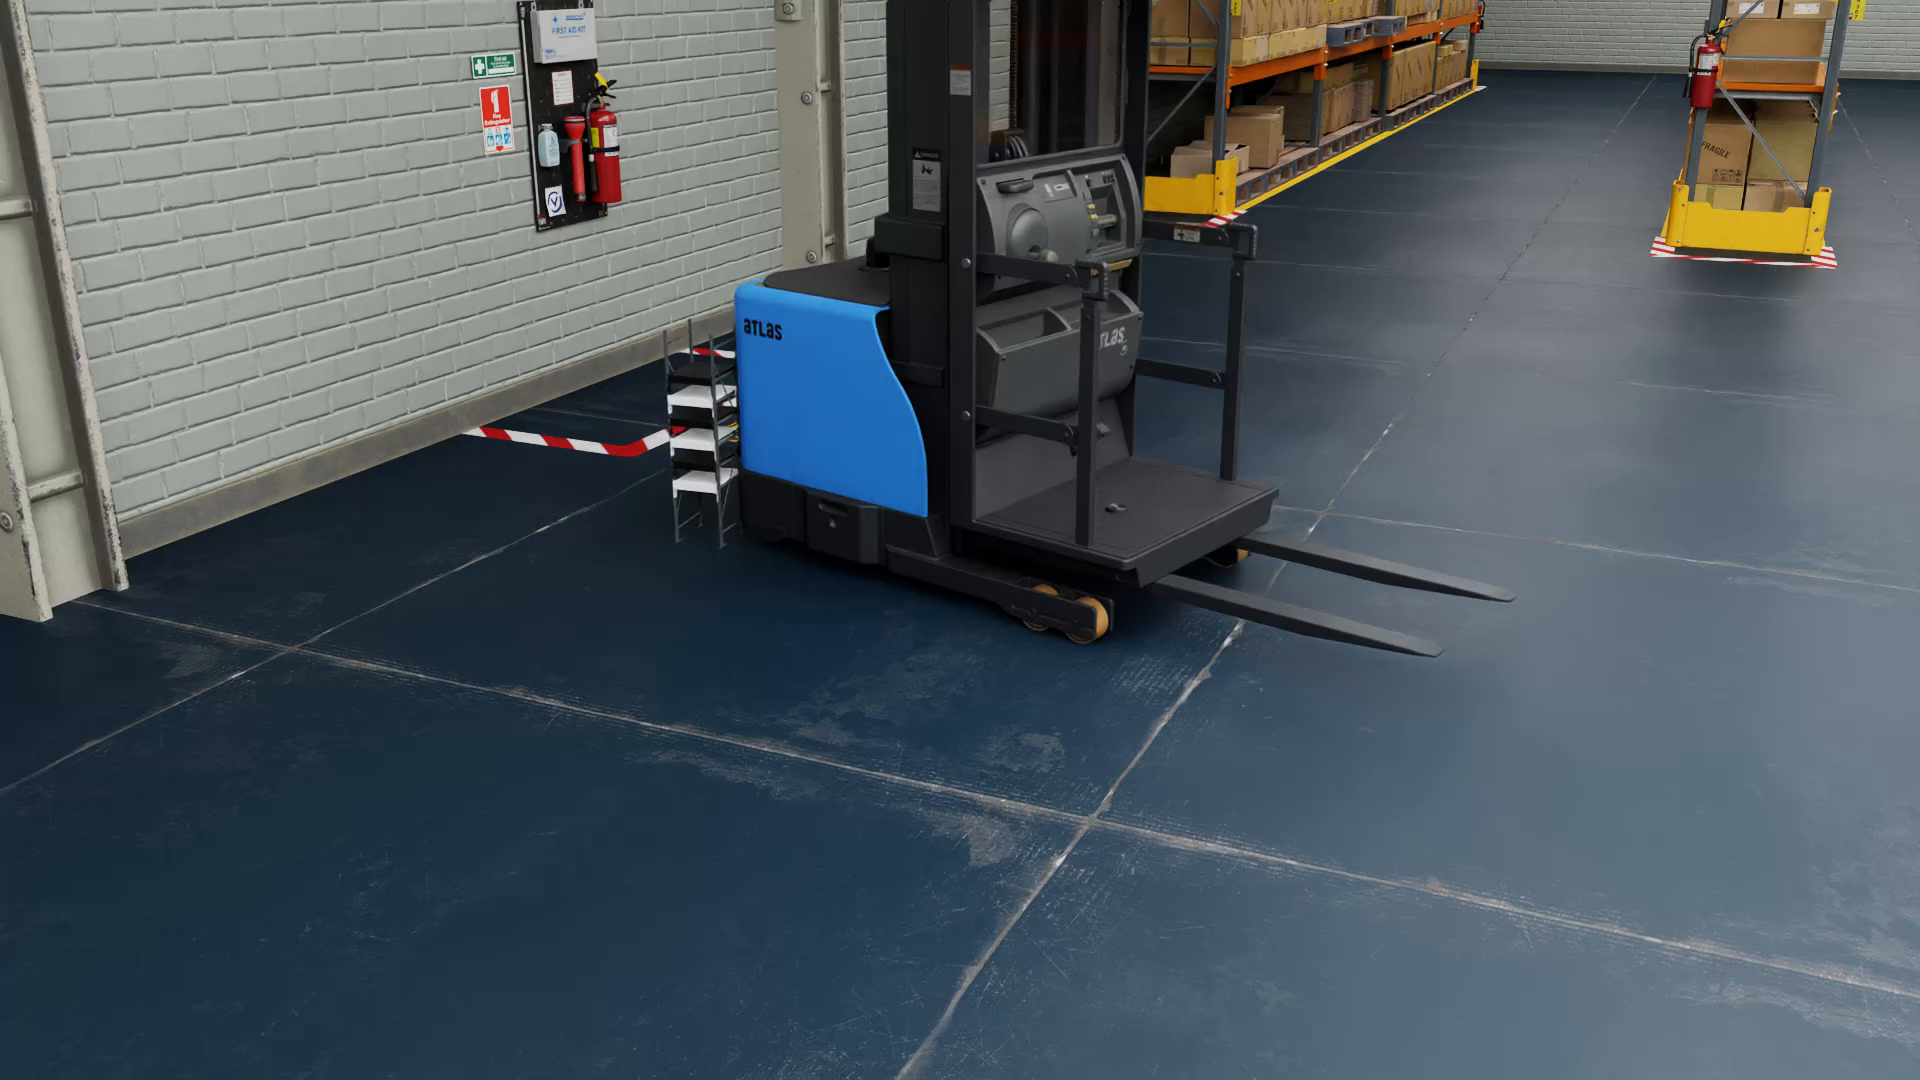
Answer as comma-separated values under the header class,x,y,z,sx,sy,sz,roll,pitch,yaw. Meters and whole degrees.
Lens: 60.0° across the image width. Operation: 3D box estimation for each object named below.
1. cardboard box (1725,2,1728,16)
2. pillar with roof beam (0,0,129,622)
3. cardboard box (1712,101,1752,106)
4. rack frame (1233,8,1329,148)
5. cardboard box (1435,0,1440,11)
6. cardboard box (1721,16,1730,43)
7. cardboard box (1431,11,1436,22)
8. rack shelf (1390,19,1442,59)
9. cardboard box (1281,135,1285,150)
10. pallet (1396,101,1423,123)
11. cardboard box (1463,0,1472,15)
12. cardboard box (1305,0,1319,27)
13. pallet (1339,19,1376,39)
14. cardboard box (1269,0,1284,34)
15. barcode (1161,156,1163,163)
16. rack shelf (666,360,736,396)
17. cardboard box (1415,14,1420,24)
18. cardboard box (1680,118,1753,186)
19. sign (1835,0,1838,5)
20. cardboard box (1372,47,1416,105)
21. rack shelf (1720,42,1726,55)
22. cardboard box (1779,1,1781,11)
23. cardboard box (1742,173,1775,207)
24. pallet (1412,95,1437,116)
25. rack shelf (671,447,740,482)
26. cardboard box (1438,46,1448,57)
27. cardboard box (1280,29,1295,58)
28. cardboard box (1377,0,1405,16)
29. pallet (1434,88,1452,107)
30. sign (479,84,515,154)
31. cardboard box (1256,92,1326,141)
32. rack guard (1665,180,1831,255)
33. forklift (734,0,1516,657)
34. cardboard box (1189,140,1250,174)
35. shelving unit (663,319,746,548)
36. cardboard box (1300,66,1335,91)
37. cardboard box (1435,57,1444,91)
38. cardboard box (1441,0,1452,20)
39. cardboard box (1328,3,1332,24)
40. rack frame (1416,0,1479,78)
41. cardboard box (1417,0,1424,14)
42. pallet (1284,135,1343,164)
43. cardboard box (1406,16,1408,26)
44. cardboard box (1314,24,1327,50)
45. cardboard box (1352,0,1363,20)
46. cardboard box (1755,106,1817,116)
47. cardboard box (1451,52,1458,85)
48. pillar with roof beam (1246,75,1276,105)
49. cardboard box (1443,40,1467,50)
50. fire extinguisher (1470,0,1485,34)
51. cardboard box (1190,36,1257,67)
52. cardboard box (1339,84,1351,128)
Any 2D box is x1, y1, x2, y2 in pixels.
class,x,y,z,sx,sy,sz,roll,pitch,yaw
cardboard box,6.583,-4.425,13.819,0.380,0.149,0.250,9,22,24
pillar with roof beam,0.485,-3.428,3.179,9.100,9.000,0.400,9,21,23
cardboard box,7.248,-3.923,15.882,0.500,0.500,0.500,9,21,23
rack frame,3.612,-5.751,18.663,1.000,3.000,0.127,9,21,23
cardboard box,6.929,-8.217,24.976,0.500,0.500,0.500,8,21,22
cardboard box,9.228,-6.006,19.514,0.500,0.311,0.500,8,21,22
cardboard box,6.926,-7.865,24.952,0.380,0.149,0.250,9,21,24
rack shelf,6.069,-7.246,23.941,1.077,0.370,4.000,9,21,23
cardboard box,3.420,-4.456,18.593,0.380,0.166,0.250,6,20,16
pallet,6.142,-6.262,24.262,1.003,0.211,1.213,9,21,23
cardboard box,8.038,-9.179,27.856,0.980,0.700,0.700,8,21,22
cardboard box,3.501,-5.703,17.602,0.500,0.500,0.500,8,21,22
pallet,4.477,-6.273,20.416,1.003,0.211,1.213,9,21,23
cardboard box,2.872,-5.232,16.278,0.500,0.500,0.500,8,21,21
barcode,1.982,-3.732,16.330,0.001,0.075,0.075,9,21,23
rack shelf,-1.049,-0.662,6.781,0.200,0.077,0.258,6,20,17
cardboard box,6.447,-7.563,24.103,0.380,0.149,0.250,8,21,21
cardboard box,6.443,-3.310,14.157,0.500,0.500,0.500,9,21,23
sign,8.640,-5.442,16.384,0.100,0.325,0.005,9,21,23
cardboard box,6.035,-6.632,23.723,0.750,0.750,0.750,8,21,22
rack shelf,8.952,-5.345,18.595,1.077,0.370,4.000,9,21,23
cardboard box,7.166,-4.527,14.103,0.380,0.149,0.250,8,21,22
cardboard box,7.119,-3.039,14.513,0.500,0.250,0.500,9,21,23
pallet,6.641,-6.636,25.314,1.003,0.211,1.213,9,21,23
rack shelf,-1.049,-0.323,6.902,0.200,0.077,0.258,6,20,17
cardboard box,7.594,-7.816,26.607,0.380,0.149,0.250,9,22,25
cardboard box,3.086,-5.042,16.864,0.500,0.250,0.500,9,21,23
cardboard box,5.682,-7.284,22.350,0.500,0.500,0.500,9,22,24
pallet,7.271,-7.104,26.630,1.003,0.211,1.213,9,21,23
sign,-2.353,-2.138,8.452,0.001,0.329,0.234,9,21,23
cardboard box,3.898,-5.008,19.647,0.700,0.500,0.500,9,22,25
rack guard,6.485,-2.664,13.715,1.175,0.500,0.348,9,21,23
forklift,0.542,-1.210,5.996,3.031,2.935,1.130,15,25,36
cardboard box,2.573,-3.842,16.652,0.500,0.311,0.500,11,22,27
shelving unit,-1.049,-0.439,6.861,0.210,0.900,0.258,6,20,17
cardboard box,4.285,-5.656,20.350,0.500,0.250,0.500,8,21,21
cardboard box,7.288,-7.431,26.491,0.700,0.500,0.500,9,21,23
cardboard box,7.125,-8.501,25.949,0.980,0.700,0.700,9,21,24
cardboard box,3.851,-6.156,18.997,0.700,0.500,0.500,9,21,23
rack frame,8.526,-9.419,28.978,1.000,3.000,0.127,9,21,23
cardboard box,6.315,-7.754,23.673,0.500,0.500,0.500,9,22,24
pallet,3.929,-4.675,19.800,1.003,0.211,1.213,9,21,23
cardboard box,6.097,-7.331,23.450,0.380,0.149,0.250,9,21,24
cardboard box,3.694,-5.503,18.161,0.500,0.250,0.500,9,21,23
cardboard box,4.577,-6.699,20.523,0.700,0.500,0.500,9,21,23
cardboard box,7.534,-3.697,15.245,0.500,0.500,0.500,9,21,23
cardboard box,7.920,-7.905,27.823,0.700,0.500,0.500,8,21,21
pillar with roof beam,7.856,-8.931,18.651,9.100,9.000,0.400,9,21,23
cardboard box,8.444,-8.453,28.397,0.380,0.149,0.250,8,21,22
fire extinguisher,9.009,-9.190,29.005,0.296,0.674,0.183,9,21,23
cardboard box,2.463,-4.572,15.543,0.500,0.250,0.500,8,21,21
cardboard box,4.508,-5.479,20.971,0.700,0.500,0.500,8,21,22
